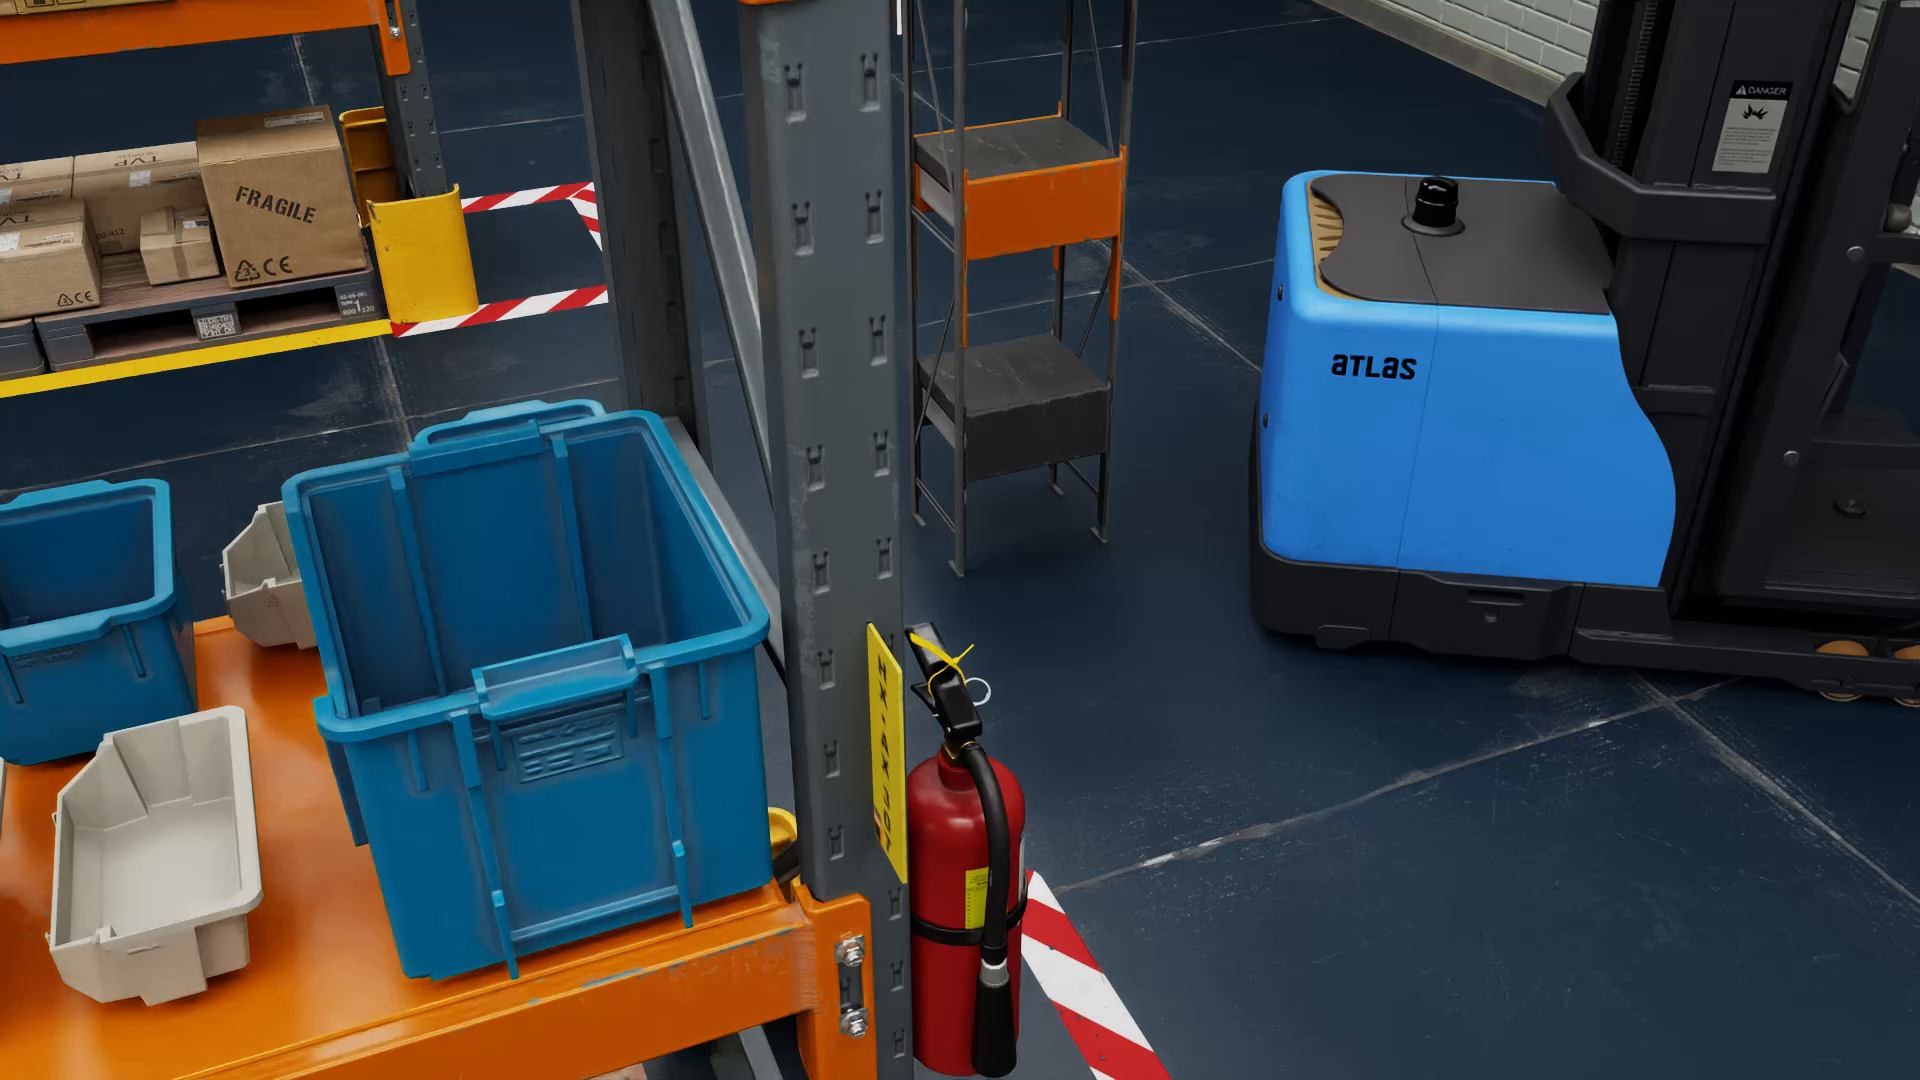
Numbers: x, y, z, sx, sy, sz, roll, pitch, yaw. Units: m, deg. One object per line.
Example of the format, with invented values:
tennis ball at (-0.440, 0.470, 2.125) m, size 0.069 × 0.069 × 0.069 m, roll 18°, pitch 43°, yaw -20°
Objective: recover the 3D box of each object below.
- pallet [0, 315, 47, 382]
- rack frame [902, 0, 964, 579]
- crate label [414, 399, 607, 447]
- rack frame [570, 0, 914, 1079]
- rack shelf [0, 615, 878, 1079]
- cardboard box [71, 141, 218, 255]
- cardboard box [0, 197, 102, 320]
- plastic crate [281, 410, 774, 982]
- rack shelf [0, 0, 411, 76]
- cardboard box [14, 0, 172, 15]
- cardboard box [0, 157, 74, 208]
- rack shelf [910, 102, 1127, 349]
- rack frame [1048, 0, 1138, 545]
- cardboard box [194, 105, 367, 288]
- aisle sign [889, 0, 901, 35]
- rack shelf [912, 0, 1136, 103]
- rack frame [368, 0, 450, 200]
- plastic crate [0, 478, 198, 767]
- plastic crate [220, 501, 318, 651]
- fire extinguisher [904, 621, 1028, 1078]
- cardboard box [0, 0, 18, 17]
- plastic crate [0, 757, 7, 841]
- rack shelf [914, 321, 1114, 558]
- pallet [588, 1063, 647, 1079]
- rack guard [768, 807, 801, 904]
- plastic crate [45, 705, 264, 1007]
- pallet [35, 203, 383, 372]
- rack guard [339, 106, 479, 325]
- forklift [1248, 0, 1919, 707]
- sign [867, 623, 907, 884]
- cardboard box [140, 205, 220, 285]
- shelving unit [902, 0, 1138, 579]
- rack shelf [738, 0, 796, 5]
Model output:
pallet at (-4.155, -0.832, 6.335) m, size 1.213 × 0.211 × 1.003 m, roll -13°, pitch 35°, yaw -19°
rack frame at (-0.072, -0.864, 4.652) m, size 0.015 × 2.100 × 0.400 m, roll -13°, pitch 35°, yaw -19°
crate label at (-0.668, -0.018, 2.625) m, size 0.303 × 0.233 × 0.416 m, roll -13°, pitch 35°, yaw -19°
rack frame at (-0.313, 0.051, 2.422) m, size 0.127 × 3.000 × 1.000 m, roll -13°, pitch 35°, yaw -19°
rack shelf at (-2.157, 0.774, 1.969) m, size 4.000 × 0.370 × 1.077 m, roll -13°, pitch 35°, yaw -19°
cardboard box at (-3.299, -1.395, 6.762) m, size 0.500 × 0.250 × 0.500 m, roll -13°, pitch 35°, yaw -19°
cardboard box at (-3.521, -1.049, 6.229) m, size 0.500 × 0.250 × 0.500 m, roll -13°, pitch 35°, yaw -19°
plastic crate at (-0.550, 0.175, 2.143) m, size 0.499 × 0.435 × 0.616 m, roll -13°, pitch 35°, yaw -19°
rack shelf at (-4.071, -1.717, 5.798) m, size 4.000 × 0.370 × 1.077 m, roll -13°, pitch 35°, yaw -19°
cardboard box at (-3.012, -2.140, 5.697) m, size 0.500 × 0.500 × 0.500 m, roll -13°, pitch 35°, yaw -19°
cardboard box at (-3.760, -1.290, 6.599) m, size 0.500 × 0.250 × 0.500 m, roll -13°, pitch 35°, yaw -19°
rack shelf at (0.153, -0.904, 4.738) m, size 0.480 × 0.518 × 0.431 m, roll -13°, pitch 35°, yaw -19°
rack frame at (0.378, -0.967, 4.810) m, size 0.015 × 2.100 × 0.400 m, roll -13°, pitch 35°, yaw -19°
cardboard box at (-2.633, -1.339, 6.446) m, size 0.500 × 0.500 × 0.500 m, roll -13°, pitch 35°, yaw -19°
aisle sign at (-0.133, -0.907, 1.510) m, size 0.004 × 0.787 × 0.394 m, roll -13°, pitch 35°, yaw -19°
rack shelf at (0.153, -1.490, 4.357) m, size 0.480 × 0.518 × 0.431 m, roll -13°, pitch 35°, yaw -19°
rack frame at (-2.227, -2.441, 6.251) m, size 0.127 × 3.000 × 1.000 m, roll -13°, pitch 35°, yaw -19°
plastic crate at (-1.275, 0.121, 2.412) m, size 0.300 × 0.233 × 0.416 m, roll -13°, pitch 35°, yaw -19°
plastic crate at (-0.996, 0.049, 2.612) m, size 0.298 × 0.136 × 0.250 m, roll -13°, pitch 35°, yaw -19°
fire extinguisher at (0.002, 0.436, 2.242) m, size 0.183 × 0.674 × 0.296 m, roll -13°, pitch 35°, yaw -19°
cardboard box at (-3.474, -2.038, 5.540) m, size 0.500 × 0.500 × 0.500 m, roll -13°, pitch 35°, yaw -19°
plastic crate at (-1.268, 0.453, 1.990) m, size 0.243 × 0.136 × 0.396 m, roll -13°, pitch 35°, yaw -19°
rack shelf at (0.153, -0.317, 5.120) m, size 0.480 × 0.518 × 0.431 m, roll -13°, pitch 35°, yaw -19°
pallet at (-1.089, 1.374, 2.945) m, size 1.213 × 0.211 × 1.003 m, roll -13°, pitch 35°, yaw -19°
rack guard at (-0.296, 1.087, 3.121) m, size 0.348 × 0.500 × 1.175 m, roll -13°, pitch 35°, yaw -19°
plastic crate at (-0.995, 0.399, 2.073) m, size 0.243 × 0.136 × 0.396 m, roll -13°, pitch 35°, yaw -19°
pallet at (-3.032, -1.087, 6.728) m, size 1.213 × 0.211 × 1.003 m, roll -13°, pitch 35°, yaw -19°
rack guard at (-2.297, -1.377, 6.908) m, size 0.348 × 0.500 × 1.175 m, roll -13°, pitch 35°, yaw -19°
forklift at (2.399, -1.081, 4.225) m, size 3.031 × 2.935 × 1.130 m, roll 4°, pitch 33°, yaw 7°
sign at (-0.085, 0.255, 1.957) m, size 0.005 × 0.325 × 0.100 m, roll -13°, pitch 35°, yaw -19°
cardboard box at (-3.042, -1.159, 6.475) m, size 0.250 × 0.166 × 0.380 m, roll -13°, pitch 35°, yaw -19°
shelving unit at (0.153, -0.915, 4.731) m, size 0.503 × 2.100 × 0.431 m, roll -13°, pitch 35°, yaw -19°
rack shelf at (-2.157, -0.483, 1.151) m, size 4.000 × 0.370 × 1.077 m, roll -13°, pitch 35°, yaw -19°
